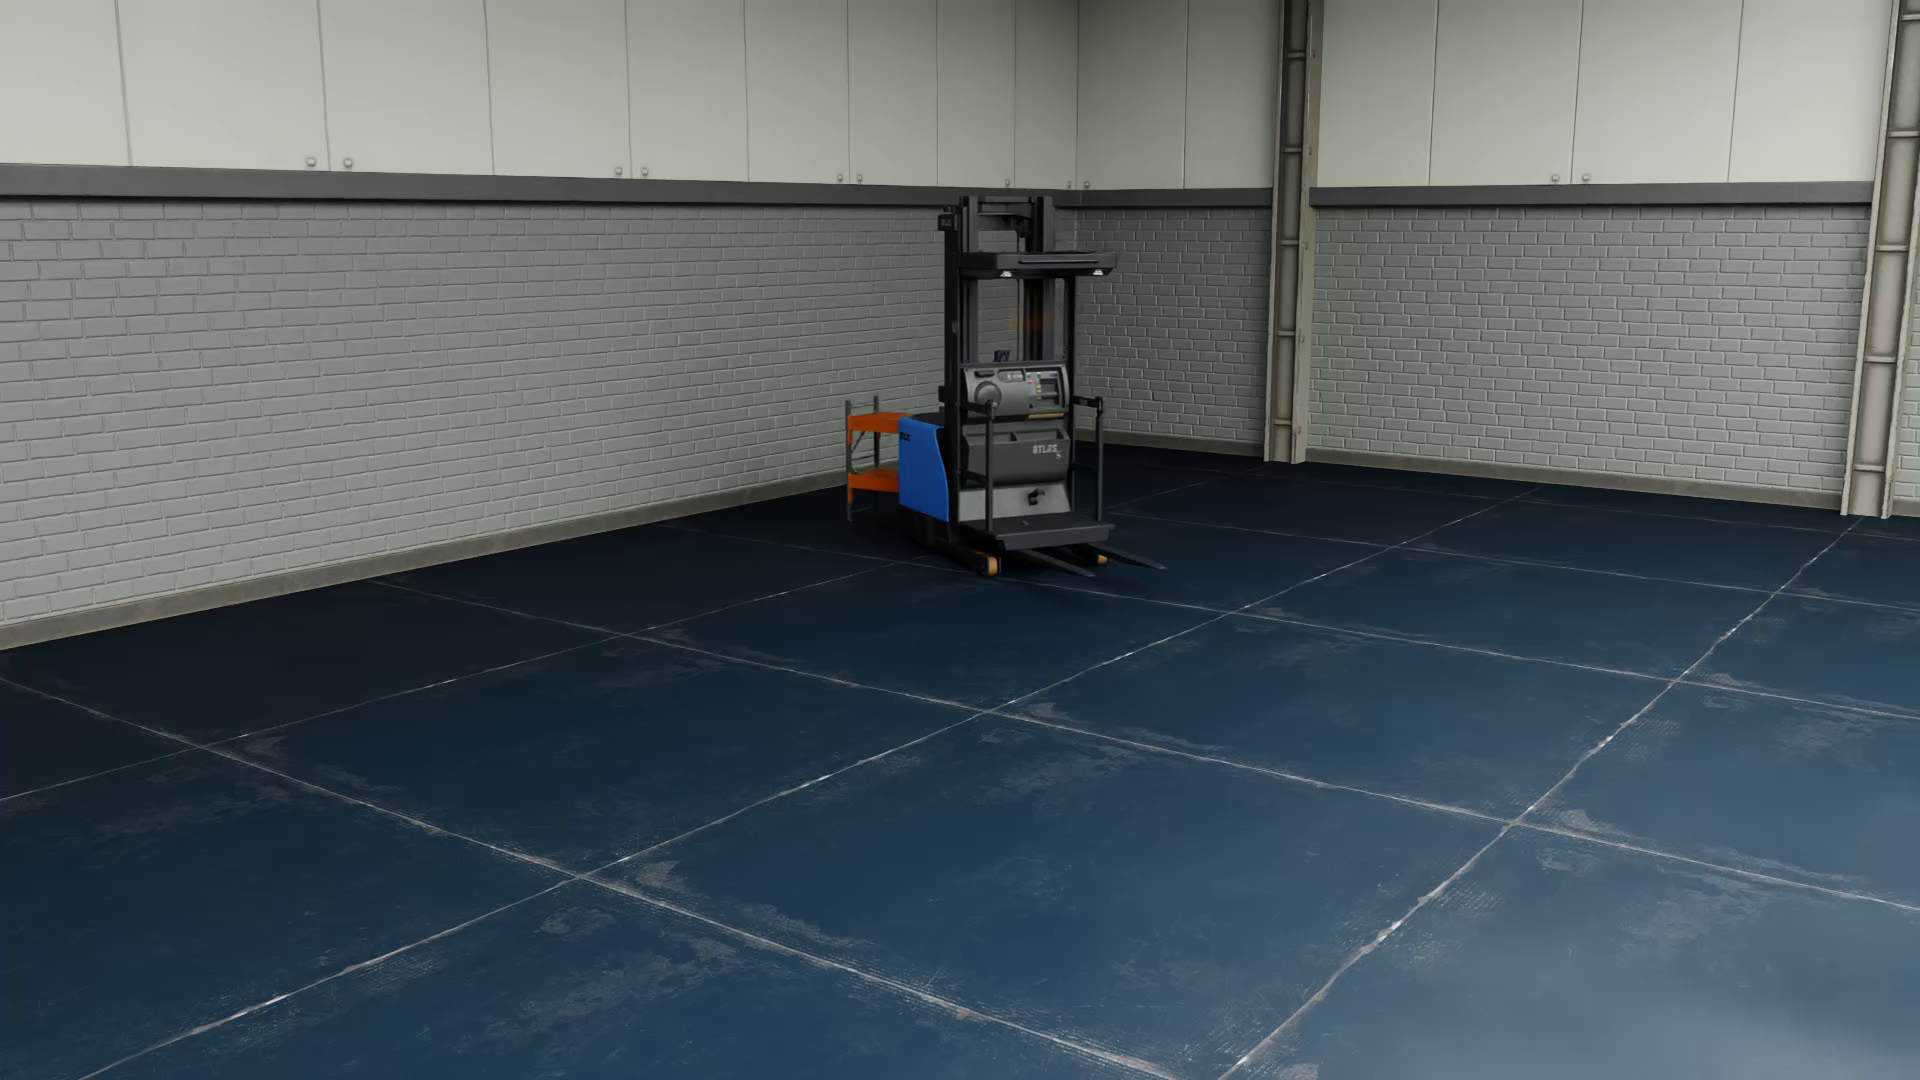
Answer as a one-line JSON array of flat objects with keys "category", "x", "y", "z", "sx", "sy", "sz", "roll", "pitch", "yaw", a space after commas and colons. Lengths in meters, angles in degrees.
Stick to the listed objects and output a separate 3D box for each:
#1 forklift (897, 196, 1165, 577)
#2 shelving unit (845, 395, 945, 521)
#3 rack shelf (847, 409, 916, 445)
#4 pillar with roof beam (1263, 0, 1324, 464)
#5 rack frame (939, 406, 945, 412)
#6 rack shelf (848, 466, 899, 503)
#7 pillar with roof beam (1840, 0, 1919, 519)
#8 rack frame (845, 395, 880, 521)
[{"category": "forklift", "x": 0.554, "y": -1.246, "z": 13.255, "sx": 1.130, "sy": 2.935, "sz": 3.031, "roll": -5, "pitch": 12, "yaw": -26}, {"category": "shelving unit", "x": -0.474, "y": -0.715, "z": 15.267, "sx": 1.048, "sy": 1.125, "sz": 0.538, "roll": 7, "pitch": 13, "yaw": 31}, {"category": "rack shelf", "x": -0.474, "y": -1.003, "z": 15.211, "sx": 1.000, "sy": 0.278, "sz": 0.538, "roll": 7, "pitch": 13, "yaw": 31}, {"category": "pillar with roof beam", "x": 1.216, "y": -4.676, "z": 15.010, "sx": 0.400, "sy": 9.000, "sz": 9.100, "roll": 8, "pitch": 13, "yaw": 36}, {"category": "rack frame", "x": -0.041, "y": -0.665, "z": 15.005, "sx": 0.032, "sy": 1.125, "sz": 0.500, "roll": 7, "pitch": 13, "yaw": 31}, {"category": "rack shelf", "x": -0.474, "y": -0.475, "z": 15.313, "sx": 1.000, "sy": 0.278, "sz": 0.538, "roll": 7, "pitch": 13, "yaw": 31}, {"category": "pillar with roof beam", "x": 6.052, "y": -4.002, "z": 11.524, "sx": 0.400, "sy": 9.000, "sz": 9.100, "roll": 8, "pitch": 13, "yaw": 36}, {"category": "rack frame", "x": -0.907, "y": -0.766, "z": 15.528, "sx": 0.032, "sy": 1.125, "sz": 0.500, "roll": 7, "pitch": 13, "yaw": 31}]
